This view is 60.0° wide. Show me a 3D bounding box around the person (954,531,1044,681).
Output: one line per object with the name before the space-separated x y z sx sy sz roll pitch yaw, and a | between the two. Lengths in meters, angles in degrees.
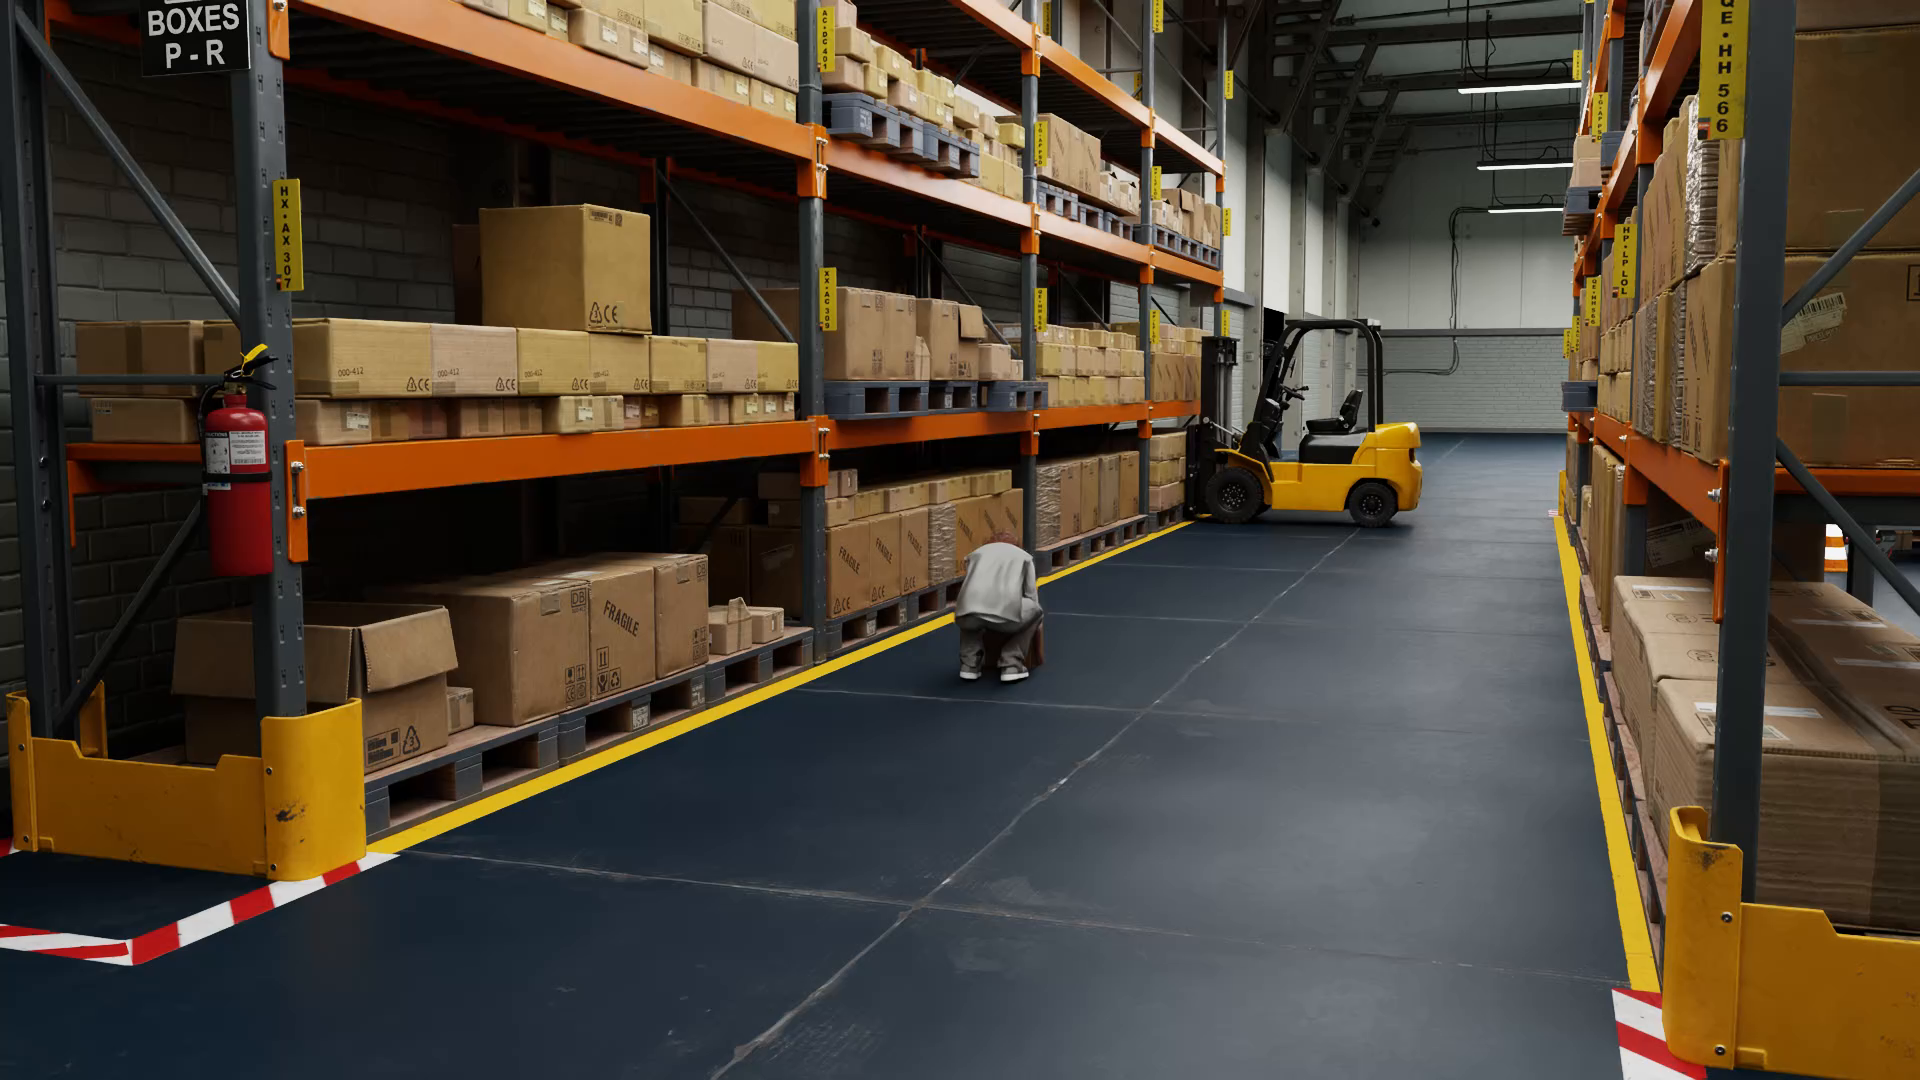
person | 0.198 0.361 8.546 0.435 0.765 0.822 2 6 15
